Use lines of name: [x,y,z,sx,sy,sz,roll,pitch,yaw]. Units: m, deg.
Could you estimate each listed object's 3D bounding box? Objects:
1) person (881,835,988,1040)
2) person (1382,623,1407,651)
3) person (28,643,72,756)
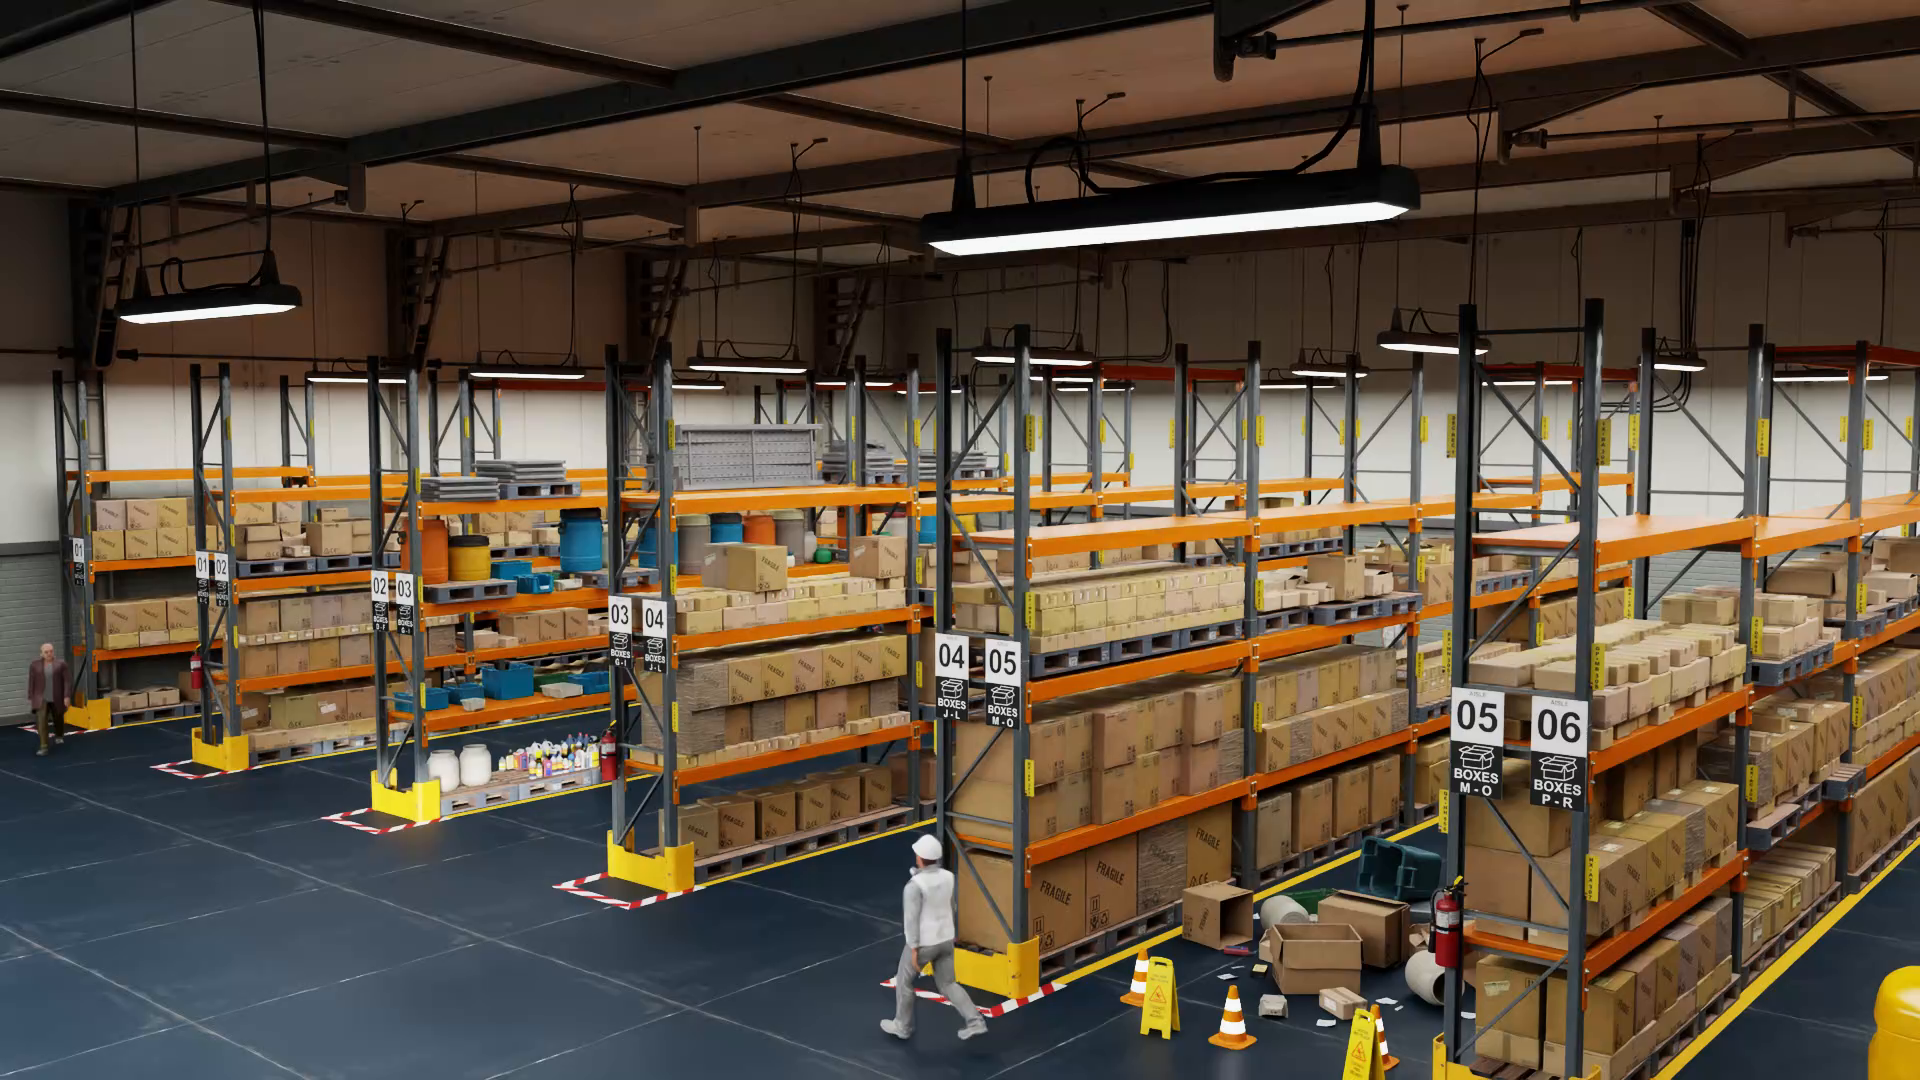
person: [-0.237,3.302,13.727,0.999,1.738,0.543,3,5,40]
person: [8.612,1.977,32.910,0.472,1.646,0.942,0,4,6]
person: [-14.116,2.437,25.788,0.609,1.713,1.177,-2,5,-27]
